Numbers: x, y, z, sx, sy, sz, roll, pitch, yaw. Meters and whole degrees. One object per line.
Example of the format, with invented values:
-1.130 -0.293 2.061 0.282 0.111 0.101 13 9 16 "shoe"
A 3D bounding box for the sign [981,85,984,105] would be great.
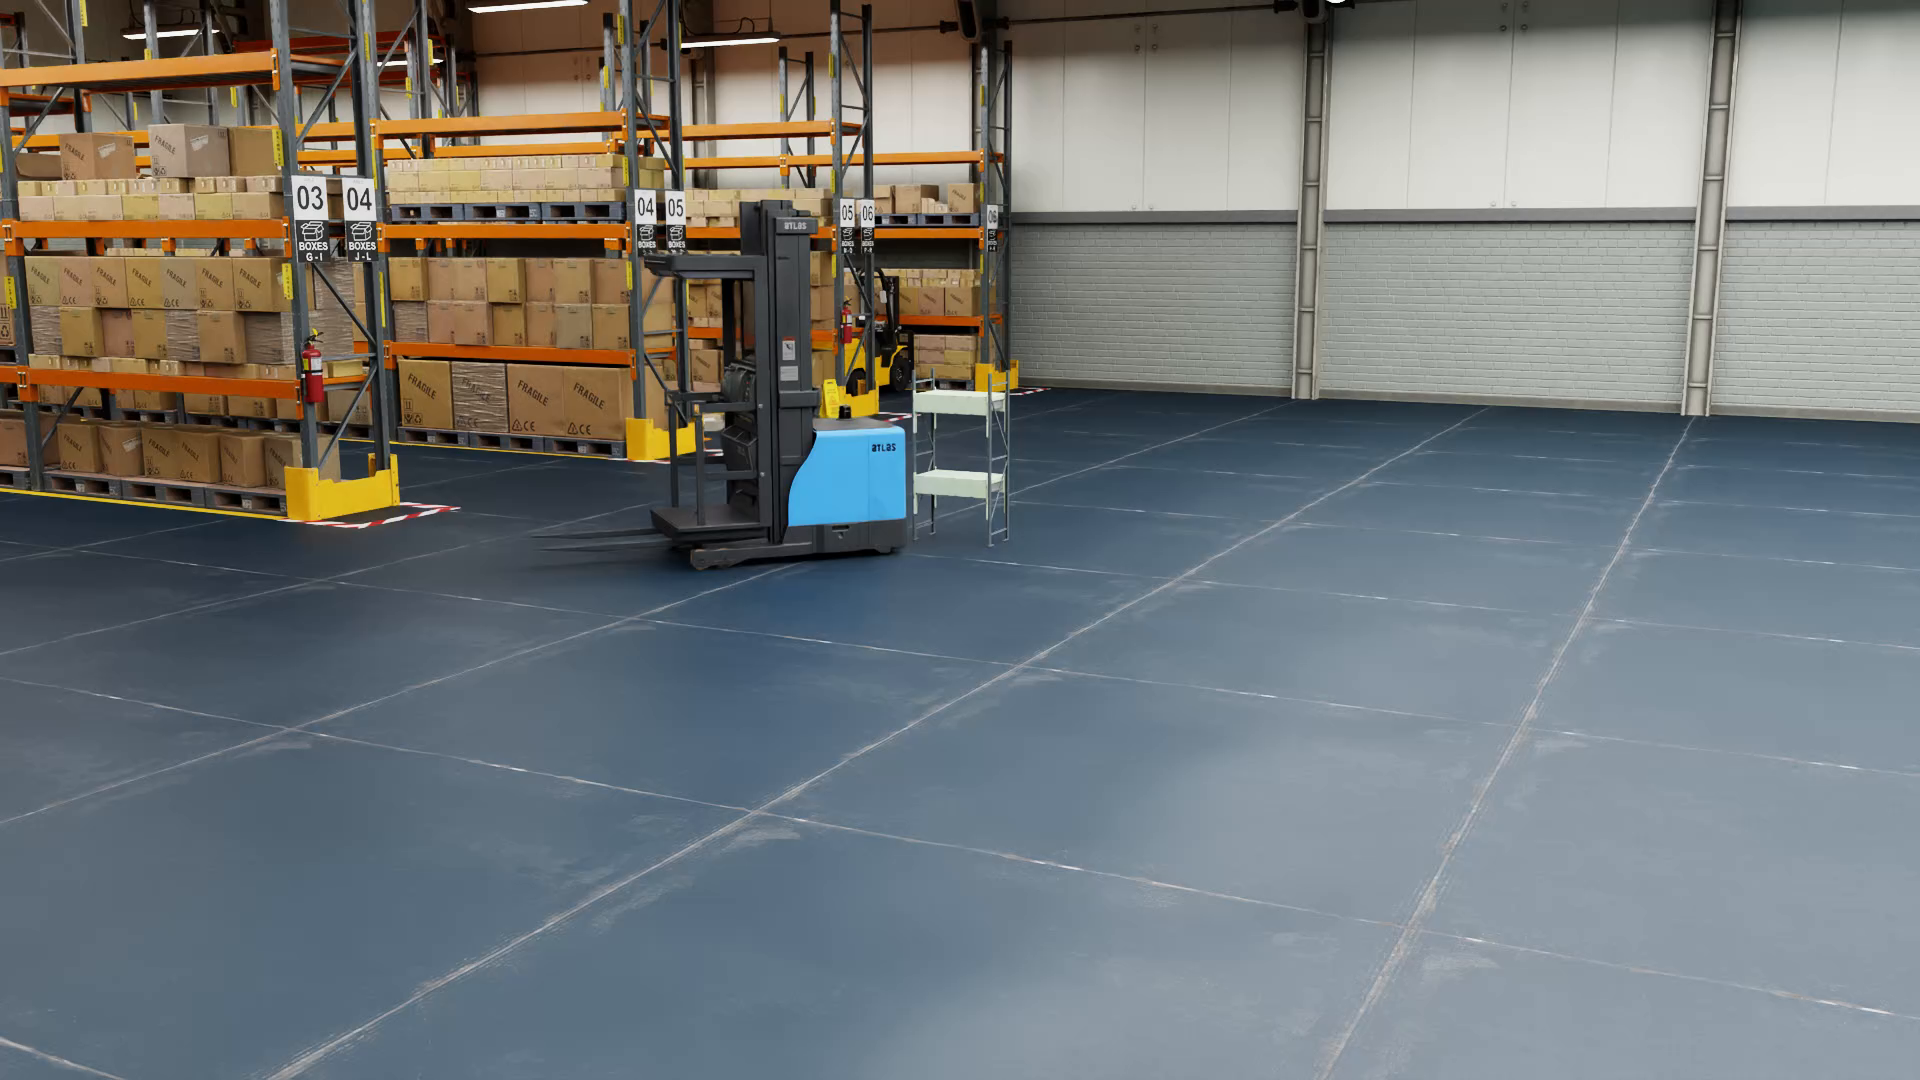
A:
0.376 -7.491 28.006 0.005 0.325 0.100 5 11 26 "sign"

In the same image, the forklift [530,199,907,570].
-2.015 -1.306 13.714 3.031 2.935 1.130 -4 11 -22 "forklift"

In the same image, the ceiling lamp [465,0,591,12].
-5.997 -9.113 23.423 2.000 3.185 0.800 5 11 26 "ceiling lamp"

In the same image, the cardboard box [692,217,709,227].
-3.863 -4.821 25.228 0.250 0.149 0.380 5 11 25 "cardboard box"

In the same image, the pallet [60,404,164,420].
-12.628 -1.951 24.915 1.213 0.211 1.003 5 11 26 "pallet"

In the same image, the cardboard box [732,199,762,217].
-3.060 -4.958 24.868 0.500 0.250 0.500 5 12 27 "cardboard box"

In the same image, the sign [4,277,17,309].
-9.778 -2.546 17.124 0.005 0.325 0.100 5 11 26 "sign"

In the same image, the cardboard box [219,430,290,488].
-7.053 -0.820 16.679 0.500 0.500 0.500 9 14 41 "cardboard box"

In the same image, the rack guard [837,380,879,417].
-1.632 -2.109 24.977 0.348 0.500 1.175 5 11 26 "rack guard"

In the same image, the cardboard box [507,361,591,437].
-5.091 -1.807 21.080 0.875 0.875 0.875 5 11 25 "cardboard box"

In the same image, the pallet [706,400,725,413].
-3.435 -2.133 25.920 1.213 0.211 1.003 5 11 26 "pallet"

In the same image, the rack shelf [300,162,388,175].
-11.926 -7.825 34.729 4.000 0.370 1.077 5 11 26 "rack shelf"

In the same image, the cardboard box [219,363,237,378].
-6.984 -1.669 16.236 0.250 0.149 0.380 5 11 26 "cardboard box"

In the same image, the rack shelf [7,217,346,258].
-7.742 -3.030 16.644 4.000 0.370 1.077 5 11 26 "rack shelf"

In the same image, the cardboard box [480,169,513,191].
-5.576 -4.452 20.607 0.500 0.250 0.500 5 11 26 "cardboard box"

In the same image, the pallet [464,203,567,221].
-5.432 -4.119 20.894 1.213 0.211 1.003 5 11 26 "pallet"

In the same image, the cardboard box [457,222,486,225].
-7.893 -5.412 27.507 0.500 0.500 0.700 5 11 26 "cardboard box"

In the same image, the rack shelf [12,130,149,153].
-12.631 -5.723 24.229 4.000 0.370 1.077 5 11 26 "rack shelf"

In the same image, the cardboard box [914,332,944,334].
-0.612 -3.619 30.040 0.500 0.250 0.500 5 11 25 "cardboard box"

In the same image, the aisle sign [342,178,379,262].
-5.761 -3.072 15.983 0.004 0.787 0.394 5 11 26 "aisle sign"

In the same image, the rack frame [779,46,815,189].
-2.958 -7.393 30.311 0.127 3.000 1.000 5 11 26 "rack frame"

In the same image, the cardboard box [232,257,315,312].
-6.552 -2.441 15.874 0.500 0.500 0.500 5 11 26 "cardboard box"

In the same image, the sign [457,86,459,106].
-8.507 -7.501 28.063 0.005 0.325 0.100 5 11 26 "sign"

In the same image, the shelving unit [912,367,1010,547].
0.006 -0.737 14.594 0.755 1.500 0.431 5 11 26 "shelving unit"

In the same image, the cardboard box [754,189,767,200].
-2.870 -5.149 24.802 0.250 0.149 0.380 5 11 26 "cardboard box"

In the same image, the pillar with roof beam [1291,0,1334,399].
3.879 -6.116 23.256 0.548 9.000 9.100 5 11 26 "pillar with roof beam"

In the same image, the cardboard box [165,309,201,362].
-7.361 -2.060 16.573 0.500 0.500 0.875 5 11 26 "cardboard box"

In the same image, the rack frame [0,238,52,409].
-14.425 -3.480 25.534 0.127 3.000 1.000 5 11 26 "rack frame"

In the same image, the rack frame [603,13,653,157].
-5.151 -6.600 25.929 0.127 3.000 1.000 5 11 26 "rack frame"

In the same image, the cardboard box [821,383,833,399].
-2.165 -2.294 25.524 0.500 0.250 0.500 5 11 25 "cardboard box"

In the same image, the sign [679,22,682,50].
-3.412 -6.112 20.165 0.005 0.325 0.100 5 11 26 "sign"

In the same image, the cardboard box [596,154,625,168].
-4.116 -4.507 19.795 0.250 0.149 0.380 5 11 26 "cardboard box"

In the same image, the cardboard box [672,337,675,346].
-4.656 -3.081 25.944 0.250 0.149 0.380 5 11 27 "cardboard box"

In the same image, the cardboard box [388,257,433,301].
-6.935 -3.420 21.751 0.550 0.550 0.875 5 11 26 "cardboard box"

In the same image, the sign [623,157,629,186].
-3.916 -4.321 19.498 0.005 0.325 0.100 5 11 26 "sign"

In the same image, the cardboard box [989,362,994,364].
0.275 -3.049 29.697 0.500 0.250 0.500 5 11 26 "cardboard box"

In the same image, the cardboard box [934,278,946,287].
-0.254 -4.522 29.193 0.250 0.149 0.380 5 12 27 "cardboard box"

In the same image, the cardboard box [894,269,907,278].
-0.974 -4.720 29.448 0.250 0.149 0.380 5 12 27 "cardboard box"

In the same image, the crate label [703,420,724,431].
-3.439 -1.600 23.185 0.298 0.136 0.250 -1 10 -4 "crate label"

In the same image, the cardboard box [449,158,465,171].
-6.160 -4.687 20.788 0.250 0.149 0.380 5 11 26 "cardboard box"

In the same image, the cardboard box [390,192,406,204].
-7.075 -4.375 21.302 0.250 0.149 0.380 5 11 25 "cardboard box"

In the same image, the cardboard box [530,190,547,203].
-5.025 -4.195 20.307 0.250 0.149 0.380 5 11 25 "cardboard box"

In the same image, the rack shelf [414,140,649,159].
-6.945 -6.207 26.899 4.000 0.370 1.077 5 11 26 "rack shelf"

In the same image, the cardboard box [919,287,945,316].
-0.390 -4.214 29.311 0.500 0.500 0.500 5 12 28 "cardboard box"

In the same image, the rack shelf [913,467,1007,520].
0.006 -0.417 14.652 0.720 0.370 0.431 5 11 26 "rack shelf"

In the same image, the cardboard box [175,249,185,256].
-14.088 -5.240 30.350 0.250 0.149 0.380 5 11 26 "cardboard box"

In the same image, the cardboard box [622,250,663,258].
-4.853 -4.266 25.956 0.500 0.500 0.700 5 11 25 "cardboard box"

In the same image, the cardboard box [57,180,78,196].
-8.877 -3.554 16.822 0.250 0.149 0.380 5 11 26 "cardboard box"

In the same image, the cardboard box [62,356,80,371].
-9.021 -1.839 17.177 0.250 0.149 0.380 5 11 26 "cardboard box"

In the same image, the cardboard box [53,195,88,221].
-8.769 -3.350 16.817 0.500 0.250 0.500 5 11 25 "cardboard box"

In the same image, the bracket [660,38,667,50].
-5.507 -9.497 31.827 0.430 0.232 0.235 5 11 26 "bracket"

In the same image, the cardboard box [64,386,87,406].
-12.929 -2.275 24.719 0.500 0.500 0.500 5 12 27 "cardboard box"

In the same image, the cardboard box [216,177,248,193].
-6.811 -3.364 15.772 0.250 0.149 0.380 4 11 23 "cardboard box"
